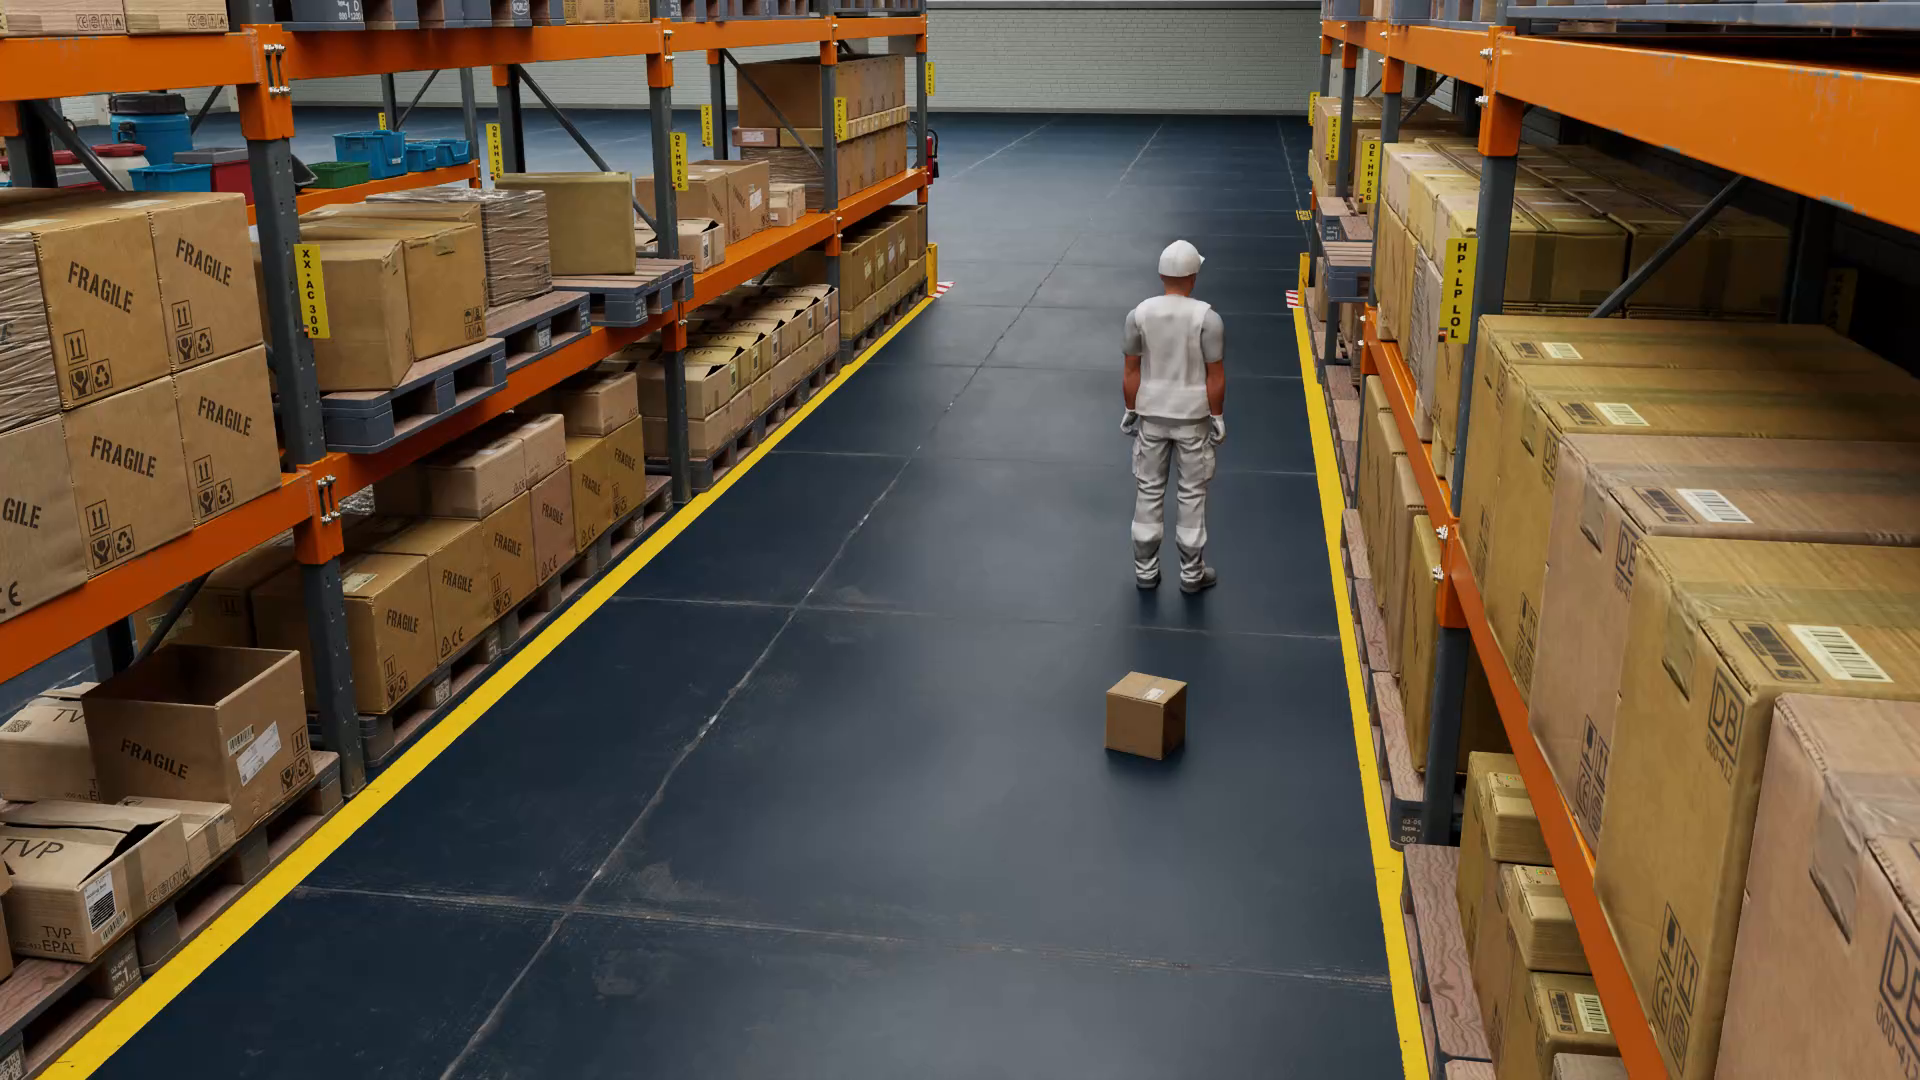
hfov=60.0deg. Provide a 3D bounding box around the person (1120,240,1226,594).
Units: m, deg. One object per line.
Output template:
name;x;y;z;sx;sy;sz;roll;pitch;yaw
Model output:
person;1.091;-0.621;8.446;0.546;1.795;0.351;7;19;20
